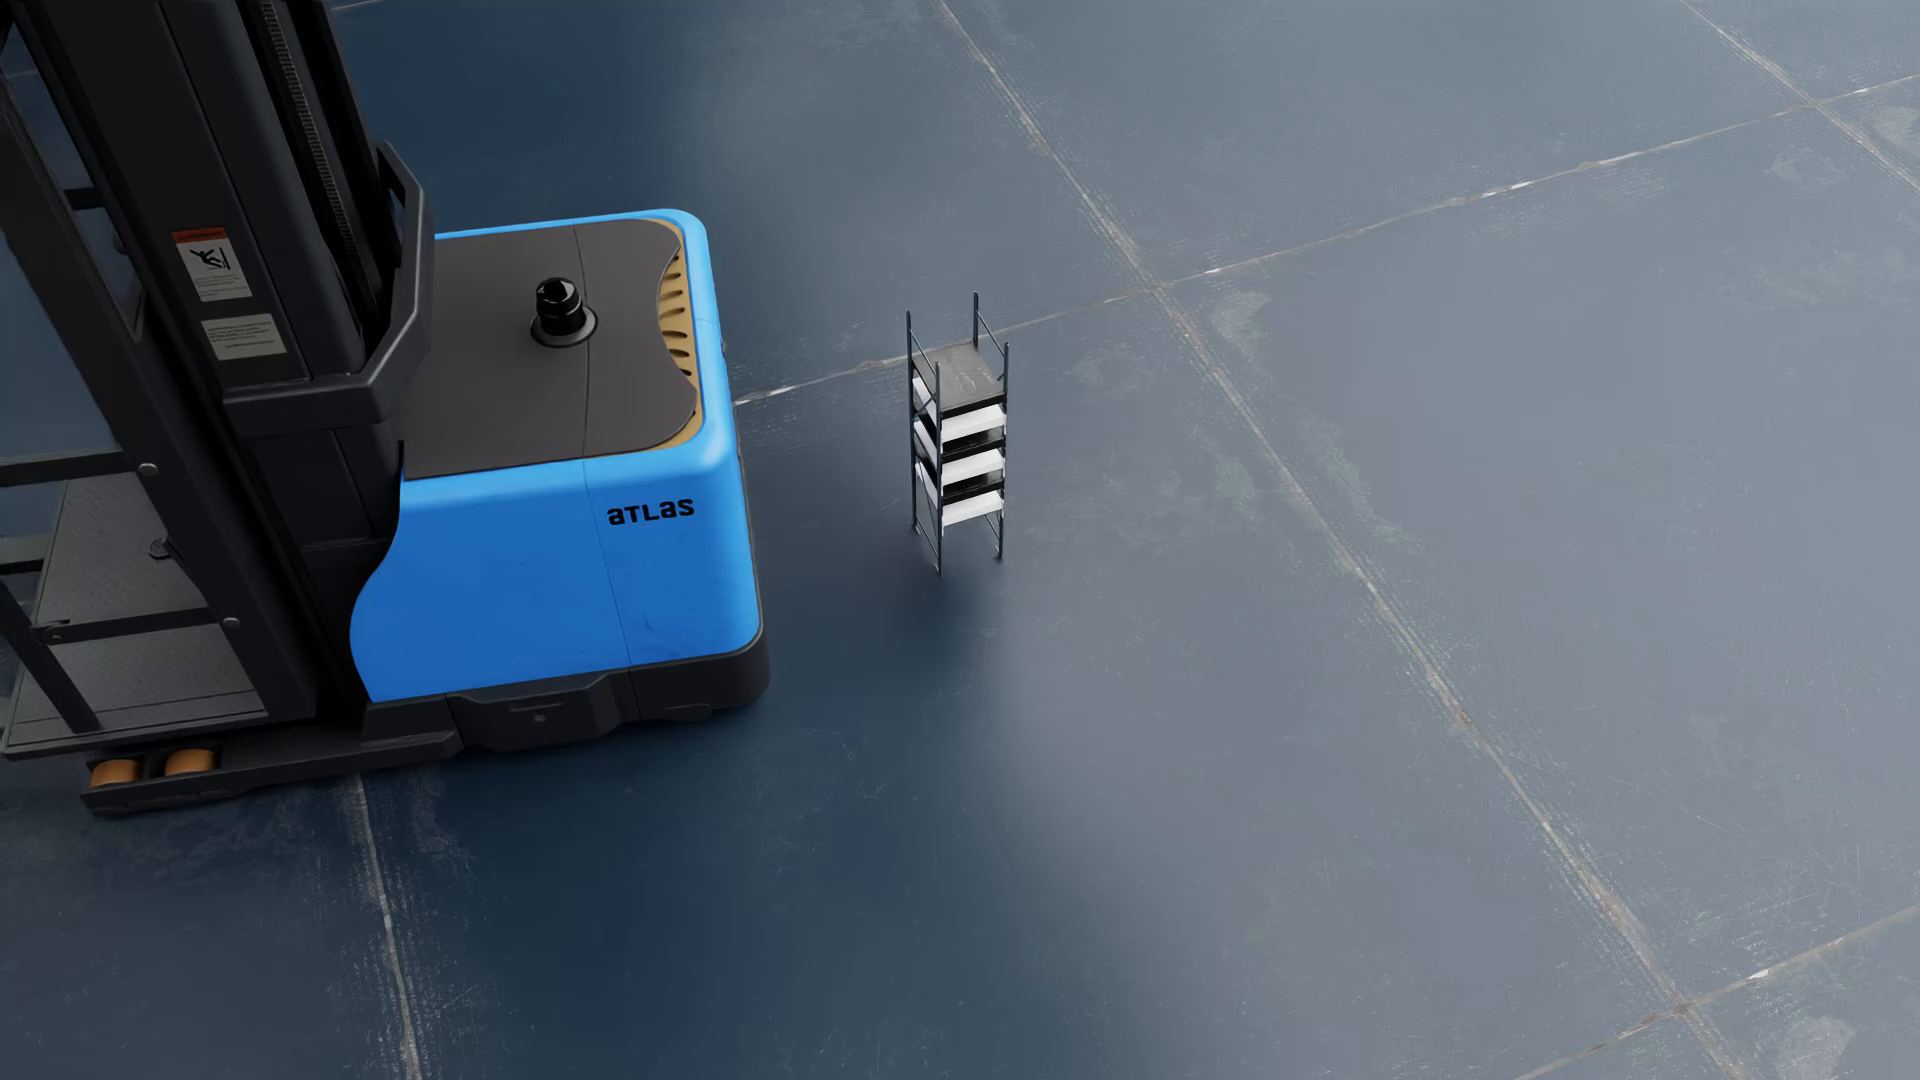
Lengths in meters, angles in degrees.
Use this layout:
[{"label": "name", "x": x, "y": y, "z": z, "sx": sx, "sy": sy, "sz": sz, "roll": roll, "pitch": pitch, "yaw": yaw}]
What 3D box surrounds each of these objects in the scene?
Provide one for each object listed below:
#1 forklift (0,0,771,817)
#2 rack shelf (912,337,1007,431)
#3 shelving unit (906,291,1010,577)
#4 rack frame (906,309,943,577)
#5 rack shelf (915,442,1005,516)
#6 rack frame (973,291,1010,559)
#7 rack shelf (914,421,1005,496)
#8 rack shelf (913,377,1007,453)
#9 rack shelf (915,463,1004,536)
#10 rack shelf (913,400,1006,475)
[{"label": "forklift", "x": -2.114, "y": -0.635, "z": 3.864, "sx": 3.031, "sy": 2.935, "sz": 1.130, "roll": -8, "pitch": 50, "yaw": -7}, {"label": "rack shelf", "x": -0.008, "y": -0.445, "z": 4.727, "sx": 0.200, "sy": 0.077, "sz": 0.258, "roll": -17, "pitch": 52, "yaw": -14}, {"label": "shelving unit", "x": -0.008, "y": -0.291, "z": 4.907, "sx": 0.210, "sy": 0.900, "sz": 0.258, "roll": -17, "pitch": 52, "yaw": -14}, {"label": "rack frame", "x": -0.102, "y": -0.262, "z": 4.882, "sx": 0.006, "sy": 0.900, "sz": 0.240, "roll": -17, "pitch": 52, "yaw": -14}, {"label": "rack shelf", "x": -0.008, "y": -0.211, "z": 5.000, "sx": 0.200, "sy": 0.077, "sz": 0.258, "roll": -17, "pitch": 52, "yaw": -14}, {"label": "rack frame", "x": 0.087, "y": -0.320, "z": 4.932, "sx": 0.006, "sy": 0.900, "sz": 0.240, "roll": -17, "pitch": 52, "yaw": -14}, {"label": "rack shelf", "x": -0.008, "y": -0.269, "z": 4.932, "sx": 0.200, "sy": 0.077, "sz": 0.258, "roll": -17, "pitch": 52, "yaw": -14}, {"label": "rack shelf", "x": -0.008, "y": -0.386, "z": 4.795, "sx": 0.200, "sy": 0.077, "sz": 0.258, "roll": -17, "pitch": 52, "yaw": -14}, {"label": "rack shelf", "x": -0.008, "y": -0.152, "z": 5.068, "sx": 0.200, "sy": 0.077, "sz": 0.258, "roll": -17, "pitch": 52, "yaw": -14}, {"label": "rack shelf", "x": -0.008, "y": -0.328, "z": 4.864, "sx": 0.200, "sy": 0.077, "sz": 0.258, "roll": -17, "pitch": 52, "yaw": -14}]
